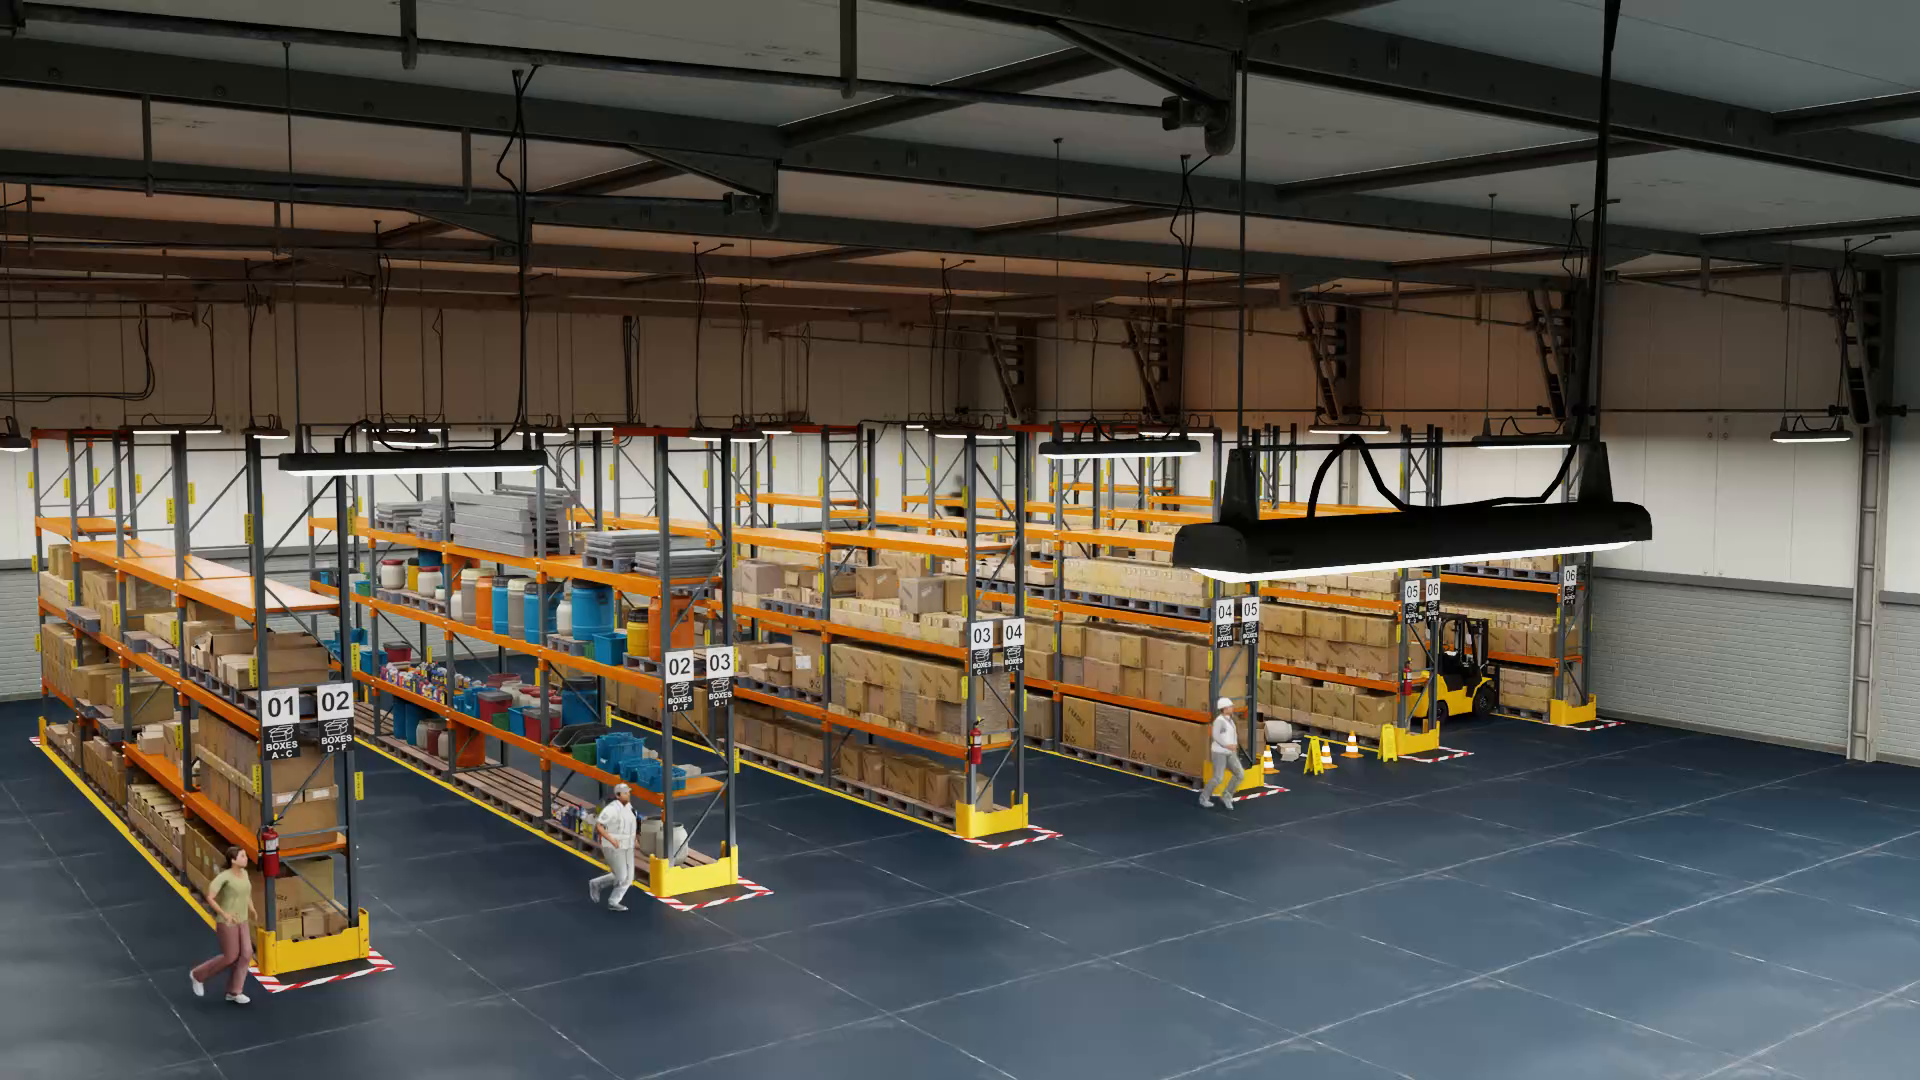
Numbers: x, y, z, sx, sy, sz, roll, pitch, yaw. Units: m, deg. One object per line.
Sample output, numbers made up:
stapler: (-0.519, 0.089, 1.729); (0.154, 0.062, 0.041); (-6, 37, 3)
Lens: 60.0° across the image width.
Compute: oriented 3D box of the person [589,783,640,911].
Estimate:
person: (-4.344, 3.879, 21.099); (0.547, 1.603, 0.601); (2, 5, 28)

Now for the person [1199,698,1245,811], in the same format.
person: (4.215, 3.379, 26.450); (0.667, 1.740, 0.715); (3, 5, 35)

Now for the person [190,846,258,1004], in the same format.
person: (-7.863, 4.161, 17.946); (0.691, 1.521, 0.645); (1, 5, 14)

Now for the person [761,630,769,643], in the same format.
person: (-4.897, 2.260, 42.085); (0.486, 1.563, 0.547); (-3, 5, -34)
